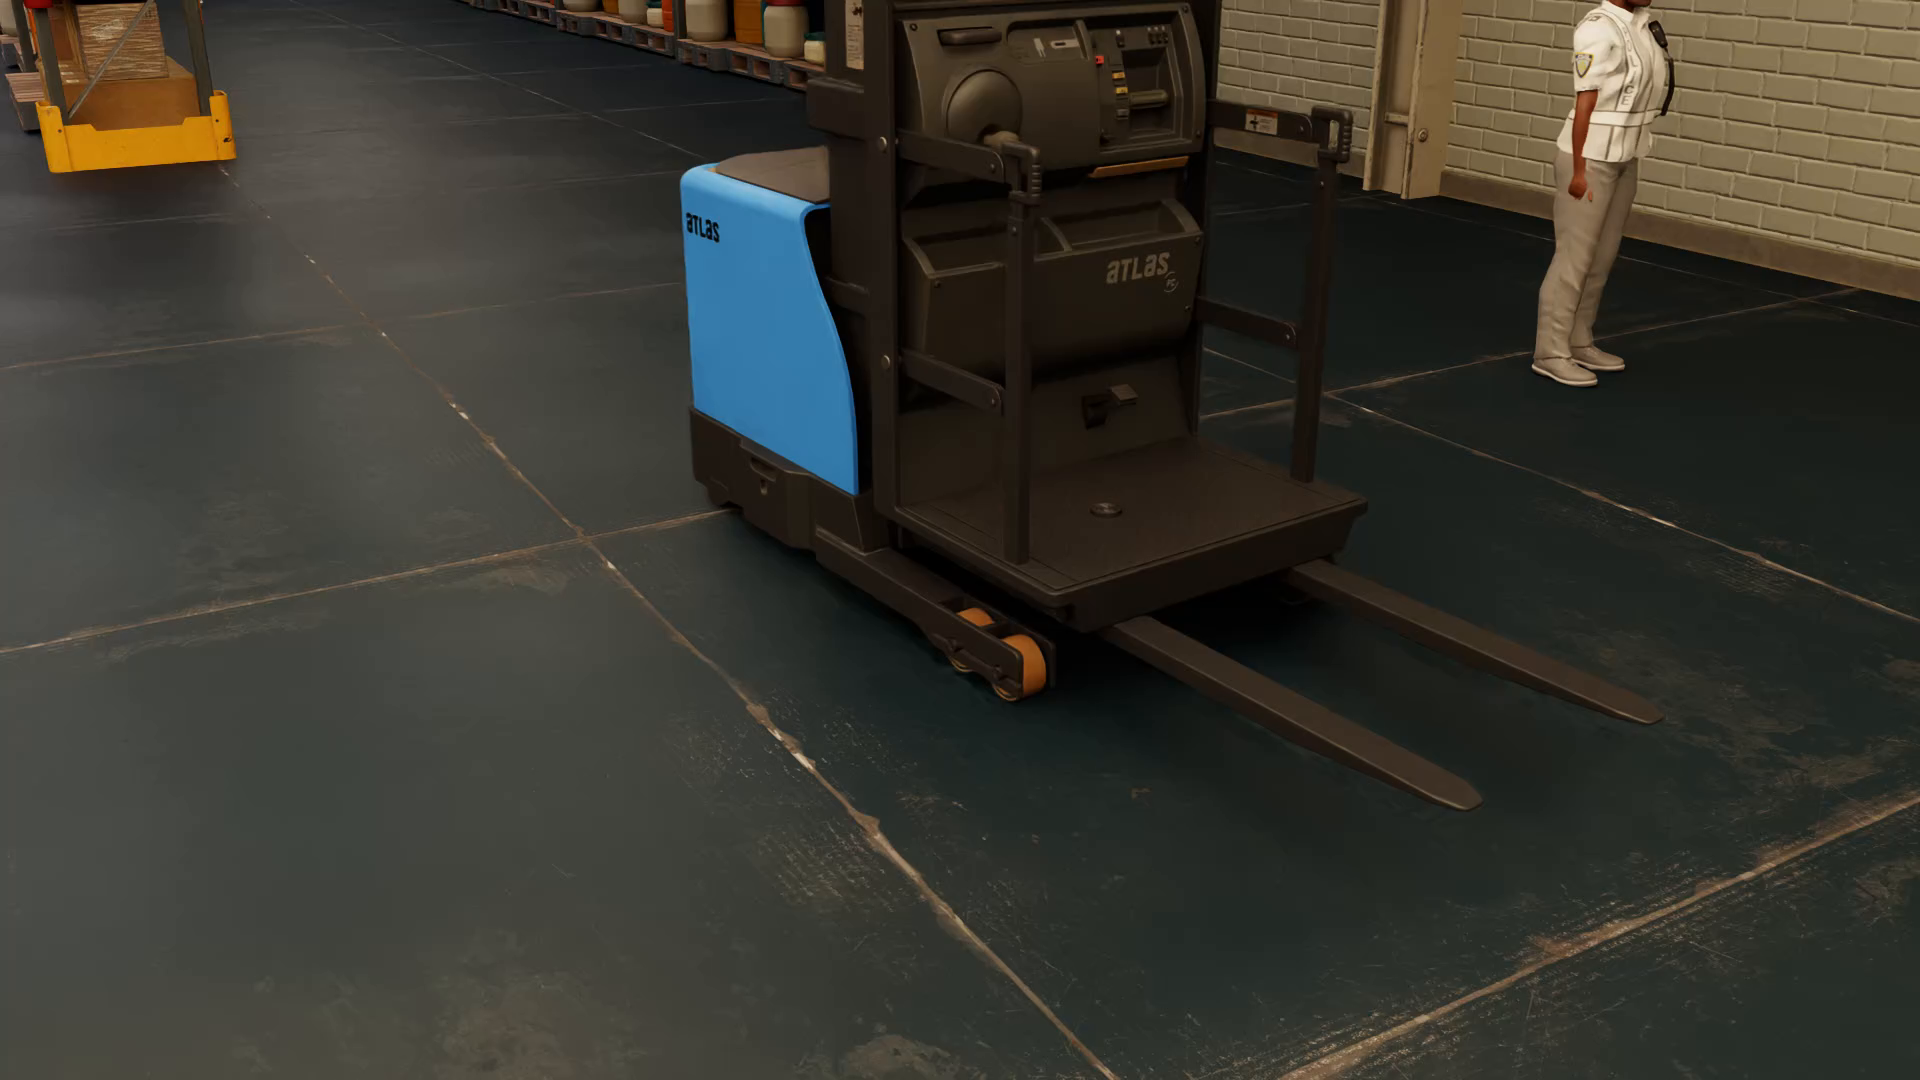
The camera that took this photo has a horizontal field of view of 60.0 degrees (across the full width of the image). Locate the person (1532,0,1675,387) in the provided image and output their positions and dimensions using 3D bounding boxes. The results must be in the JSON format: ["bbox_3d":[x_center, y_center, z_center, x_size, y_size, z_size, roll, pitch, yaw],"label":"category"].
[{"bbox_3d":[2.521,-1.477,6.513,0.345,1.693,0.449,20,30,40],"label":"person"}]

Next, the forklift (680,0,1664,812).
[{"bbox_3d":[0.385,-1.162,4.105,1.130,2.935,3.031,-15,27,-32],"label":"forklift"}]
